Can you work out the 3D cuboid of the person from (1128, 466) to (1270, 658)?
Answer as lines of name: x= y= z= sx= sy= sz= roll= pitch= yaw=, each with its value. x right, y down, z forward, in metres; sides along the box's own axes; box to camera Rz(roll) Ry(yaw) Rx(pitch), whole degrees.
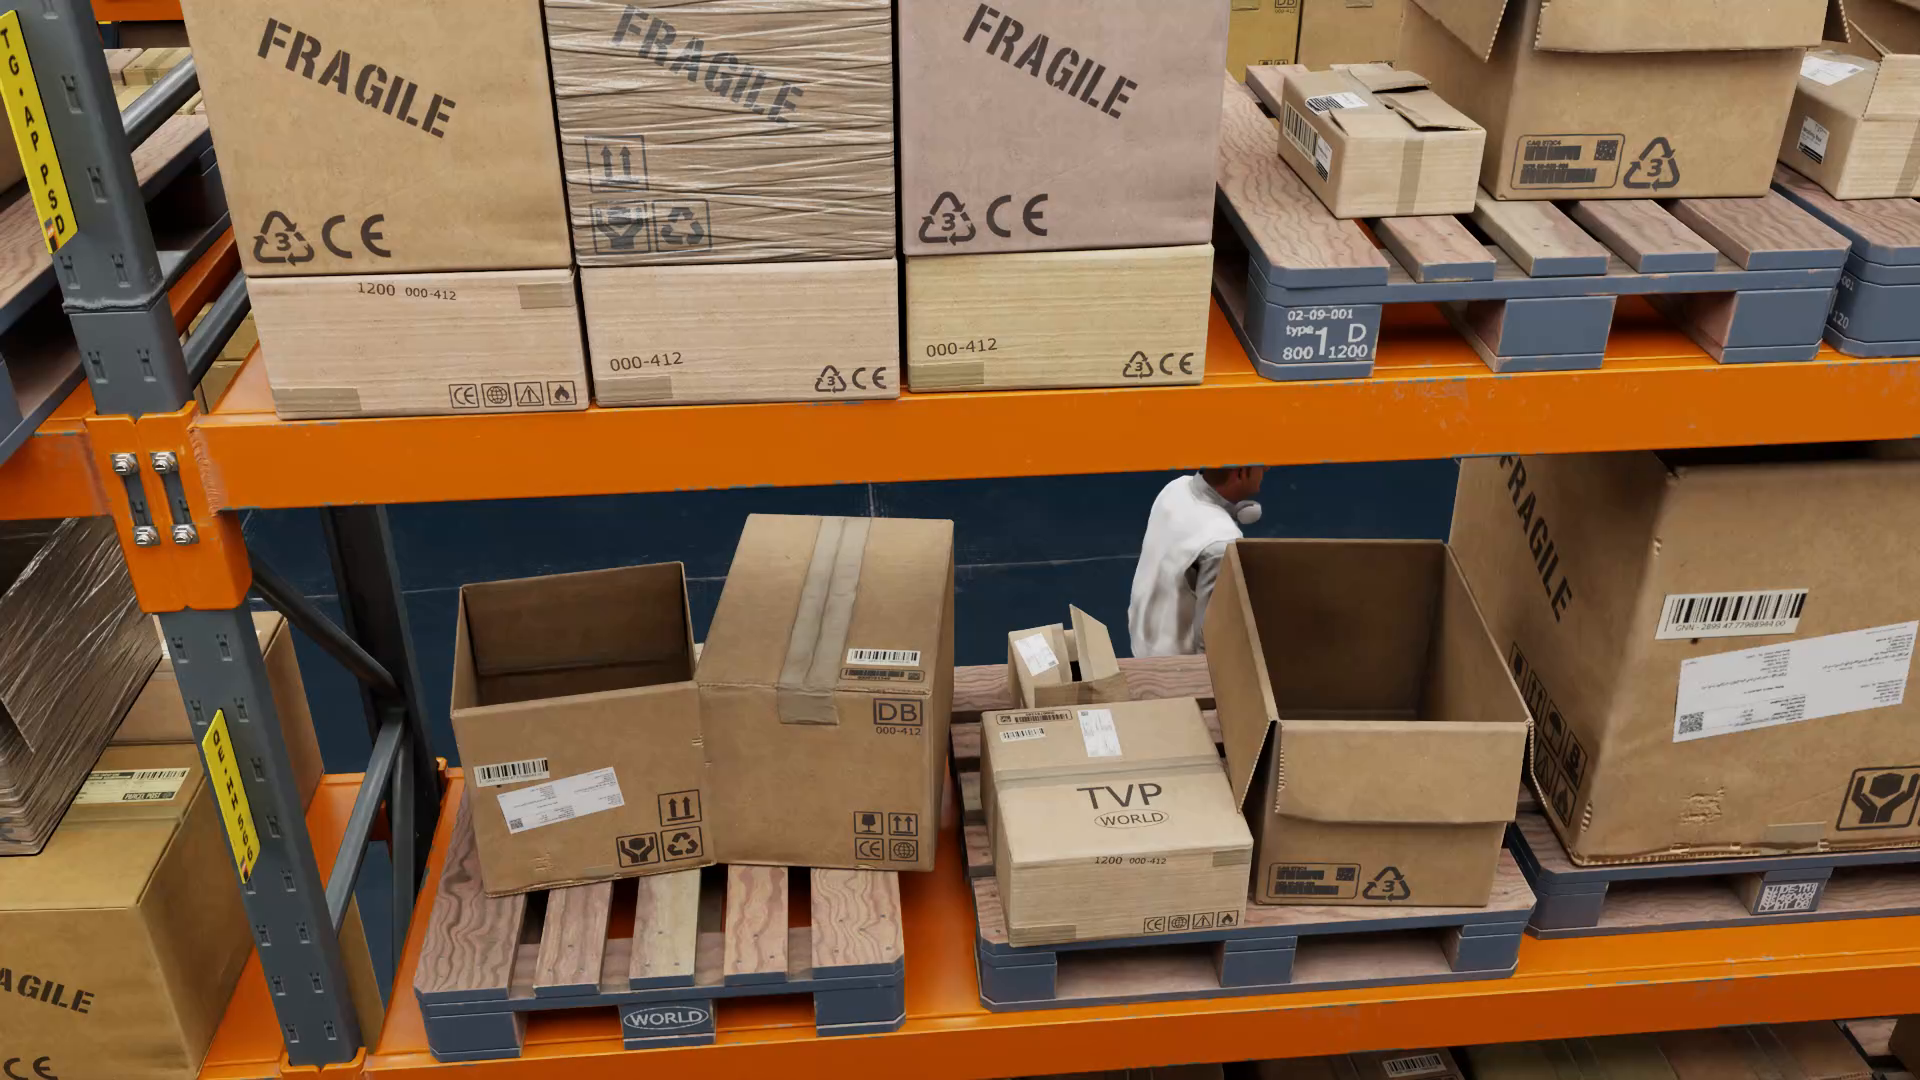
person: x=0.788 y=0.382 z=5.471 sx=0.466 sy=1.769 sz=0.579 roll=-4 pitch=31 yaw=-7
